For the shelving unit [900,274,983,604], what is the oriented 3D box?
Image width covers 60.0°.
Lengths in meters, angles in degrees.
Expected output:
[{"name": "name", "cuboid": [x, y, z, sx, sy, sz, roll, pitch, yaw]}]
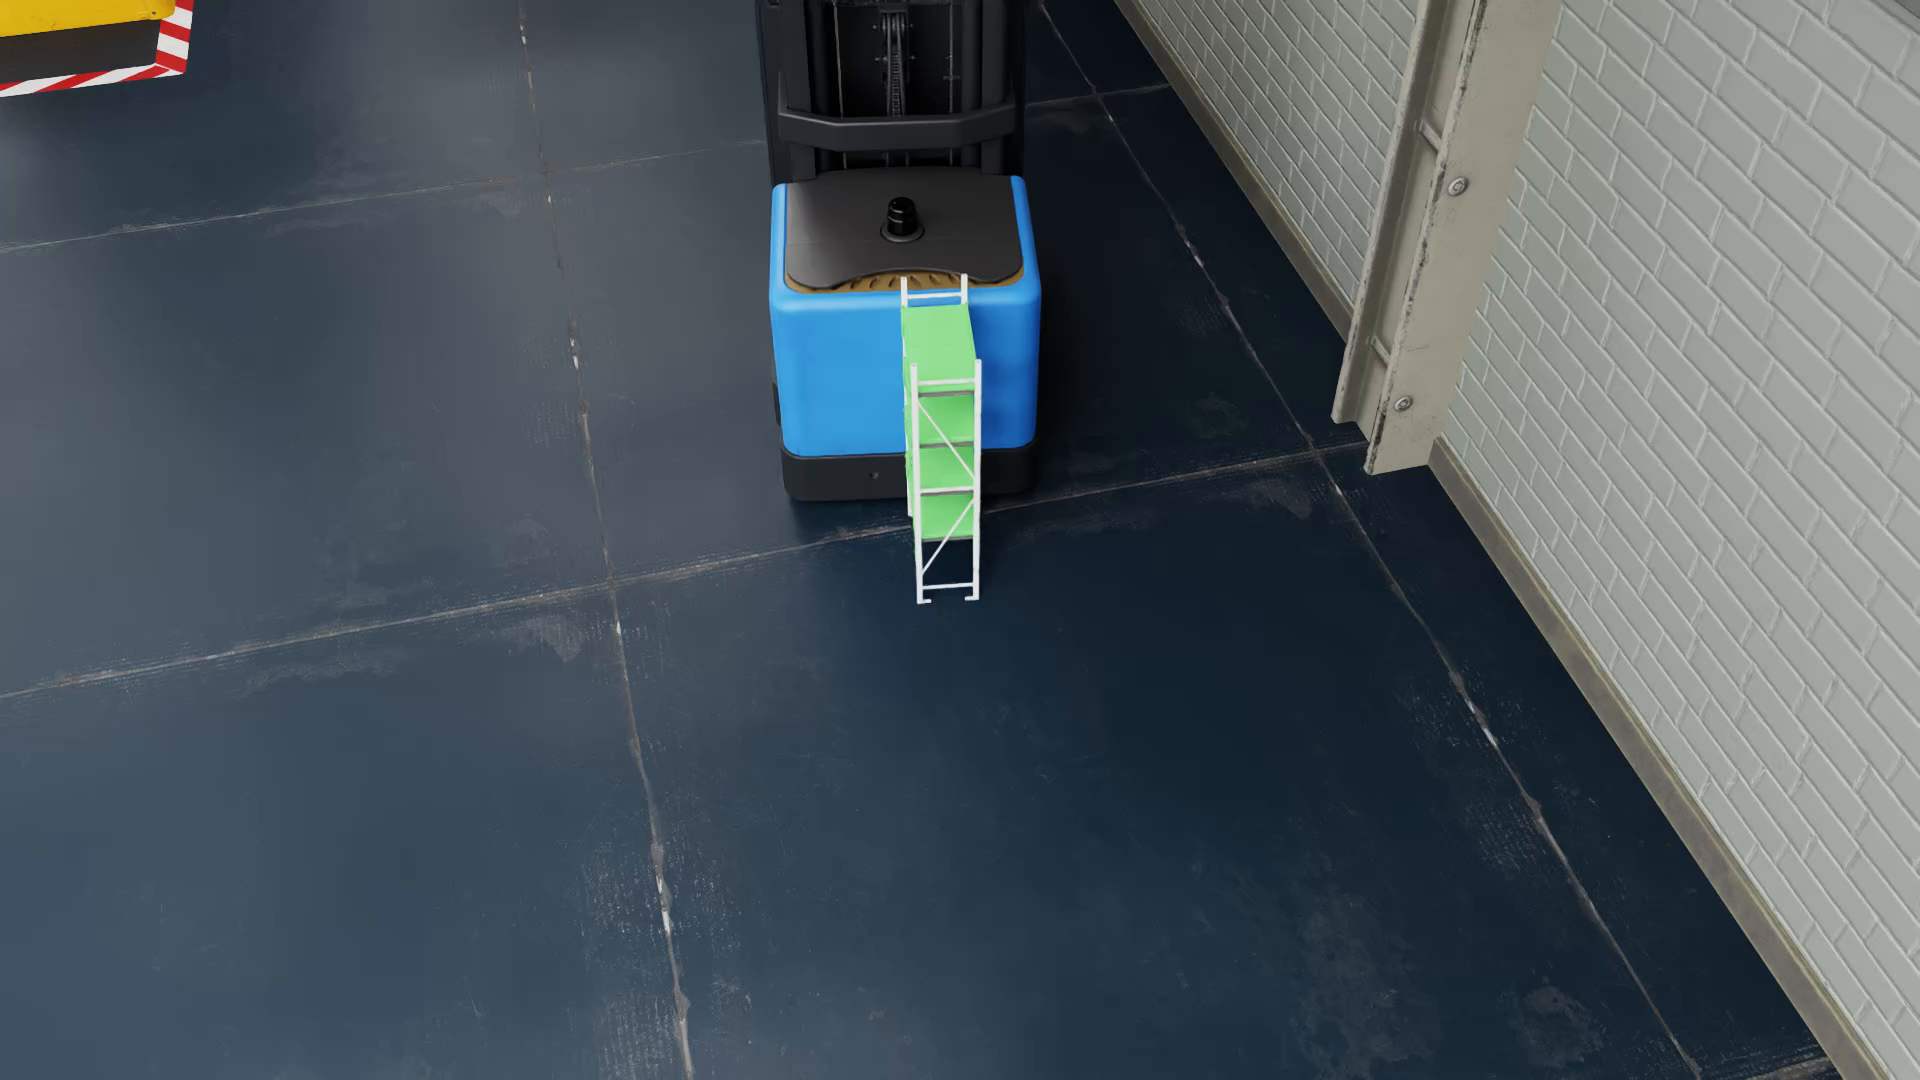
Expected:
[{"name": "shelving unit", "cuboid": [-0.070, -0.356, 6.259, 0.258, 1.200, 0.503, -4, 46, -4]}]

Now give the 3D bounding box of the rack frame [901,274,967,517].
[{"name": "rack frame", "cuboid": [-0.093, -0.530, 6.429, 0.240, 1.200, 0.015, -4, 46, -4]}]

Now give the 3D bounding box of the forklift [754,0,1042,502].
[{"name": "forklift", "cuboid": [-0.288, -2.230, 6.883, 1.130, 2.935, 3.031, -3, 46, -2]}]

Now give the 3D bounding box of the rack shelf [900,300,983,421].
[{"name": "rack shelf", "cuboid": [-0.070, -0.648, 5.962, 0.258, 0.148, 0.480, -4, 46, -4]}]

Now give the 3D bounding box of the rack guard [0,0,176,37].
[{"name": "rack guard", "cuboid": [-5.224, -3.252, 9.587, 1.175, 0.500, 0.348, -11, 47, -10]}]

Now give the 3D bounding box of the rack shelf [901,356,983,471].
[{"name": "rack shelf", "cuboid": [-0.070, -0.480, 6.133, 0.258, 0.148, 0.480, -4, 46, -4]}]

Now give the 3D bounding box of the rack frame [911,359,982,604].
[{"name": "rack frame", "cuboid": [-0.047, -0.183, 6.089, 0.240, 1.200, 0.015, -4, 46, -4]}]

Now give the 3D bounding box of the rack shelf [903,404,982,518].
[{"name": "rack shelf", "cuboid": [-0.070, -0.312, 6.305, 0.258, 0.148, 0.480, -4, 46, -4]}]

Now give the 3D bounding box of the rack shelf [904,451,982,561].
[{"name": "rack shelf", "cuboid": [-0.070, -0.144, 6.476, 0.258, 0.148, 0.480, -4, 46, -4]}]

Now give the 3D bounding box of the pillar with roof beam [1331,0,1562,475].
[{"name": "pillar with roof beam", "cuboid": [-2.339, -2.801, 3.194, 9.100, 9.000, 0.400, -11, 47, -10]}]
